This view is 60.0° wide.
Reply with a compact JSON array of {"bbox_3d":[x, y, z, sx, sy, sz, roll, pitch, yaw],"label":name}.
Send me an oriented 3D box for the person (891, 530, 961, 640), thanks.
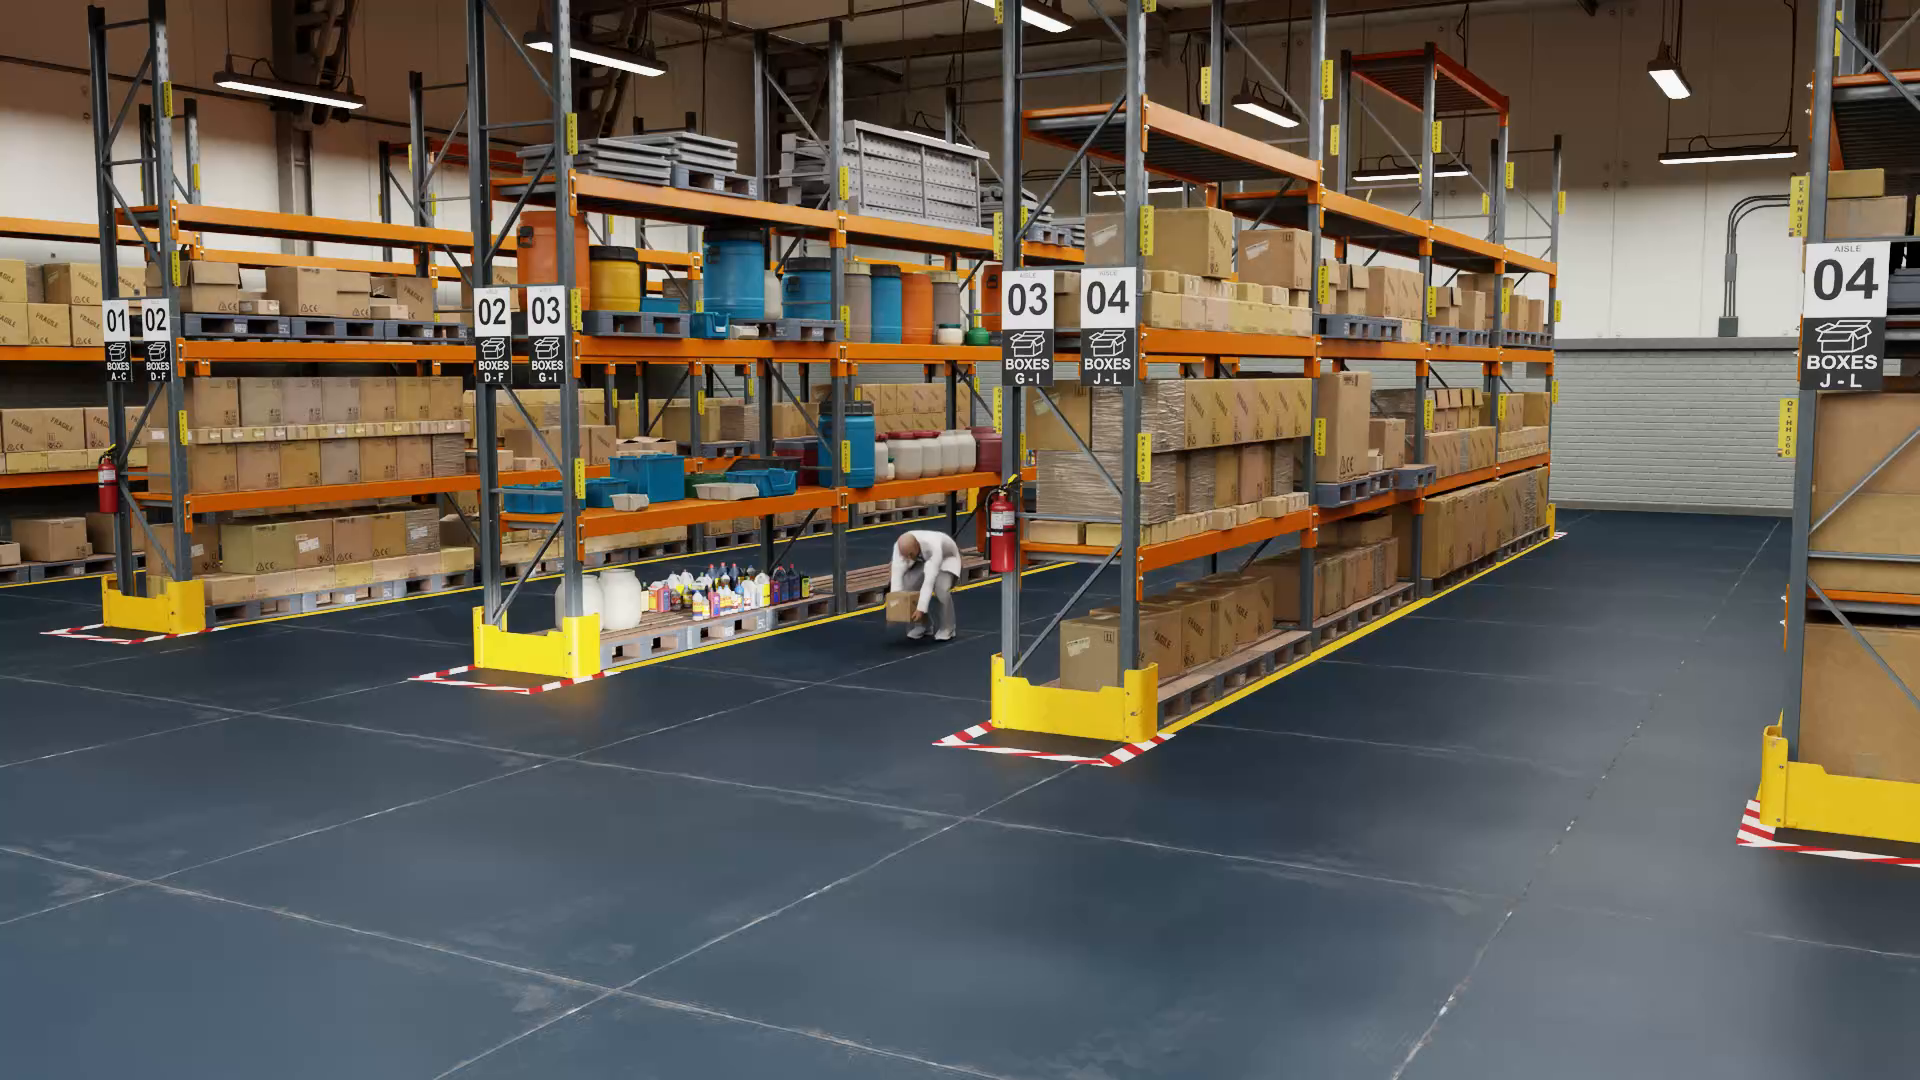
[{"bbox_3d":[-0.335,0.421,15.532,0.592,1.047,0.943,3,6,26],"label":"person"}]
